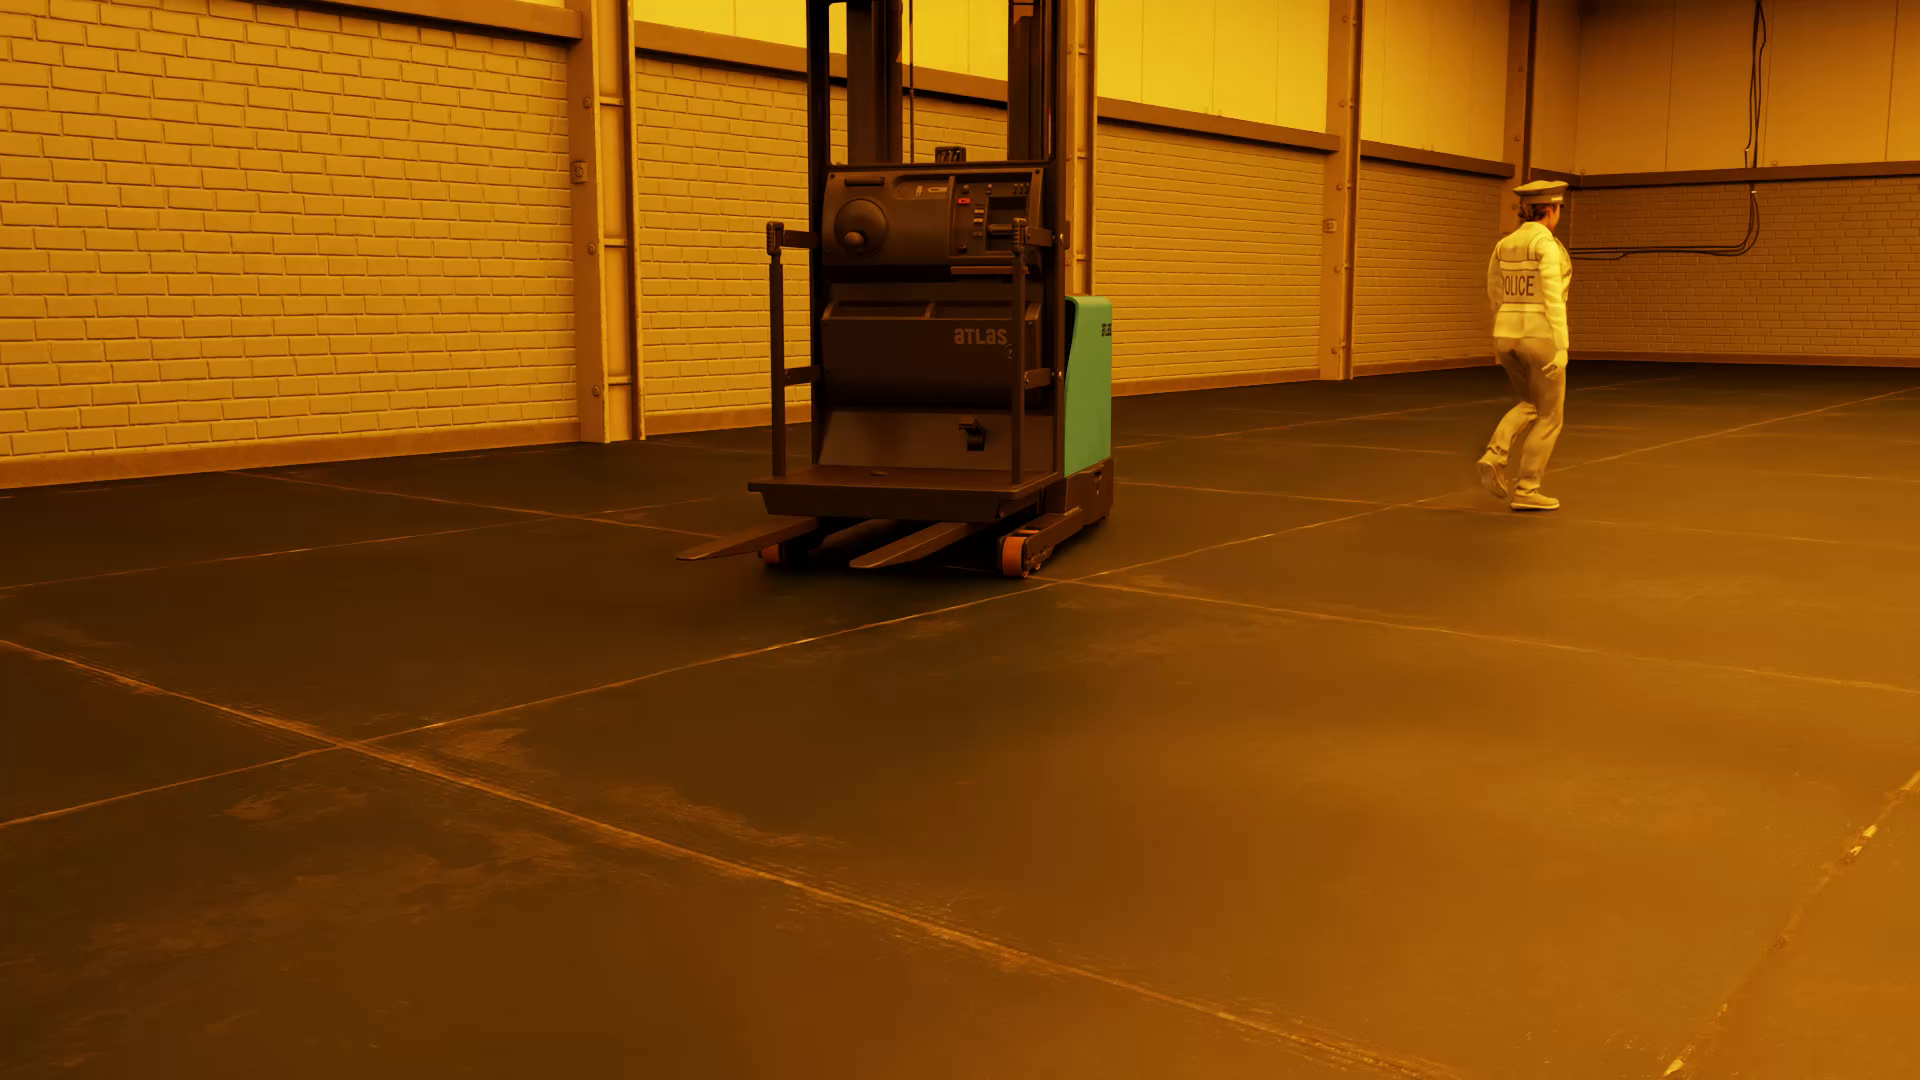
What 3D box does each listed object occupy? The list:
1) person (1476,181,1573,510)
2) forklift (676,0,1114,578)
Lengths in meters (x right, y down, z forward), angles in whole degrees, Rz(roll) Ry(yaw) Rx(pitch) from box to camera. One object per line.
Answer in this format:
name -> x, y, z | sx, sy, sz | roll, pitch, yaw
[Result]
person -> 2.916, -0.981, 8.425 | 0.434, 1.651, 0.637 | -4, 9, -23
forklift -> -0.176, -1.366, 6.616 | 1.130, 2.935, 3.031 | 3, 9, 17
